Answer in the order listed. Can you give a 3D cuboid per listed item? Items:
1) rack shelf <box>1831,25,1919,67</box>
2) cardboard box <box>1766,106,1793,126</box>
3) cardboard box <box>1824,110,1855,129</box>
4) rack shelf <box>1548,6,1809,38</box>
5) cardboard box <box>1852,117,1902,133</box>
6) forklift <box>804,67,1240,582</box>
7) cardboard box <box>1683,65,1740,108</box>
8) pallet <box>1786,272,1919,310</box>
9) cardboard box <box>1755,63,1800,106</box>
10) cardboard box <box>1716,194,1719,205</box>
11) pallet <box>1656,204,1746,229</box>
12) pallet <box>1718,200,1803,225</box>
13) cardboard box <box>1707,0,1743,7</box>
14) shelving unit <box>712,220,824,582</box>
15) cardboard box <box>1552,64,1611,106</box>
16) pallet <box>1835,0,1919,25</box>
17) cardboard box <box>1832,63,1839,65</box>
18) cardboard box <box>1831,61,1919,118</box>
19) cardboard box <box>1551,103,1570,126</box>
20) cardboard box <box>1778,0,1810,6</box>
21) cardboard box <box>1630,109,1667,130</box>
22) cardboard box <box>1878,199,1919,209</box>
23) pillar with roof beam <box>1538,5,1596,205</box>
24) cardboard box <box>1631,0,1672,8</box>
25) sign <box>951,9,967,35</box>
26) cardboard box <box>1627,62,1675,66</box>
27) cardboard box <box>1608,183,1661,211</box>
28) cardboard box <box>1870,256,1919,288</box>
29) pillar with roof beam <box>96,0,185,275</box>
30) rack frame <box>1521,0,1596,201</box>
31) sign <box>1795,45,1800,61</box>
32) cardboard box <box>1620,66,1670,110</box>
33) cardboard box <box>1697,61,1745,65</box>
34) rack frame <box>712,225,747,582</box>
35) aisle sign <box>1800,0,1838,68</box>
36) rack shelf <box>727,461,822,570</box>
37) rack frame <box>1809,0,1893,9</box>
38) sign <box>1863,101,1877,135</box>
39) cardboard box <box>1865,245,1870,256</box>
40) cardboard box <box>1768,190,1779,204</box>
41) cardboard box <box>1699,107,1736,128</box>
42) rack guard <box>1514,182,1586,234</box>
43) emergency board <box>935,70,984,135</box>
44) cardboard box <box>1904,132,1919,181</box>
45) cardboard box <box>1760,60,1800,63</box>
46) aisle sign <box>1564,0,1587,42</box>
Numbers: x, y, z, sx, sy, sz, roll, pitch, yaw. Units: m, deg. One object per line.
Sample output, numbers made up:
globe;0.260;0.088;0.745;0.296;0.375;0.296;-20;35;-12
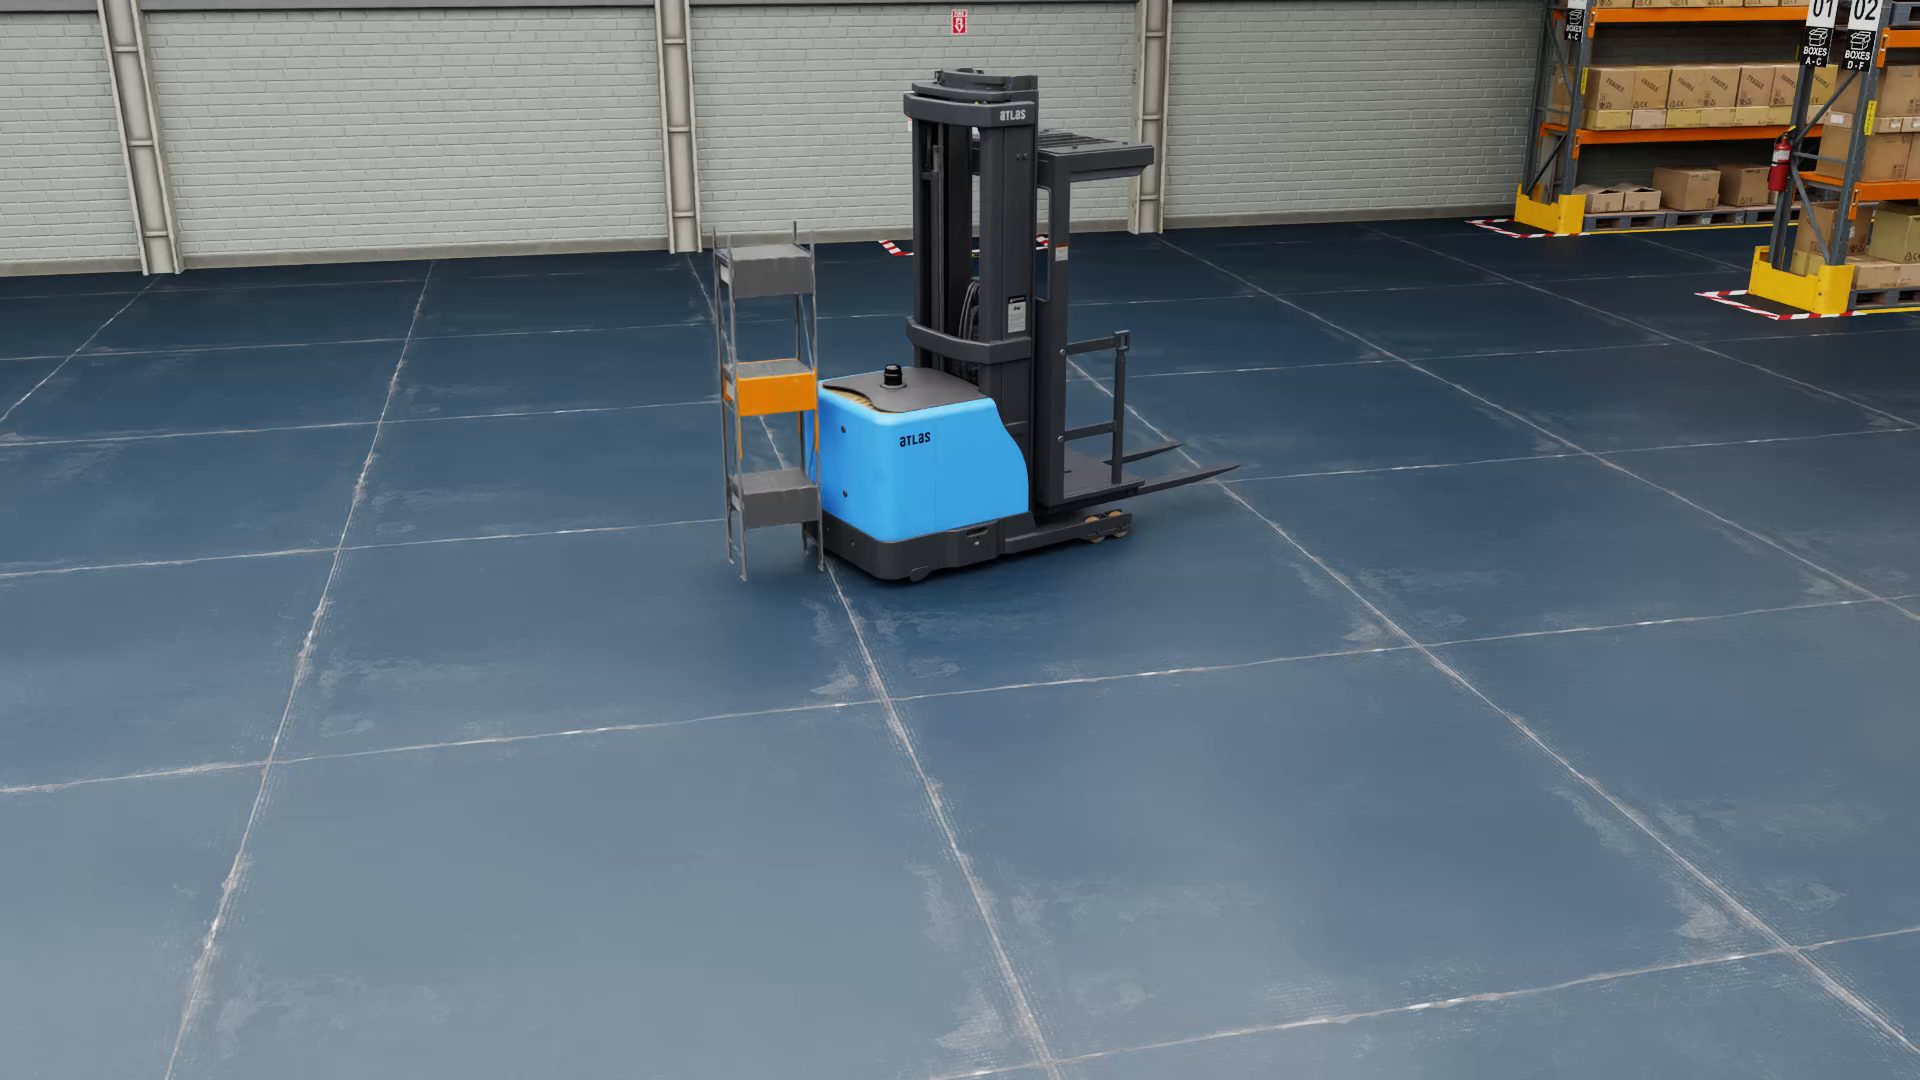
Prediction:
rack shelf;10.882;-5.174;17.262;4.000;0.370;1.077;-5;21;-12
cardboard box;10.806;-5.683;22.155;0.500;0.250;0.500;-5;21;-12
cardboard box;9.263;-4.390;17.350;0.250;0.149;0.380;-5;21;-13
rack shelf;9.738;-6.832;21.788;4.000;0.370;1.077;-5;21;-12
cardboard box;9.367;-4.255;16.982;0.250;0.149;0.380;-5;21;-13
forklift;0.518;-1.496;10.637;3.031;2.935;1.130;-13;24;-32
cardboard box;9.813;-5.950;21.796;0.500;0.500;0.500;-4;20;-11
pallet;9.670;-2.710;17.906;1.213;0.211;1.003;-5;21;-12
cardboard box;10.811;-6.028;22.008;0.500;0.500;0.500;-5;21;-13
cardboard box;10.123;-4.667;22.700;0.250;0.149;0.380;-6;21;-17
pallet;9.849;-4.447;22.648;1.213;0.211;1.003;-5;21;-12
pallet;11.039;-4.545;22.915;1.213;0.211;1.003;-5;21;-12
cardboard box;9.726;-7.133;21.390;0.500;0.500;0.500;-3;20;-9
shelving unit;-1.149;-0.827;10.013;0.503;2.100;0.431;-7;21;-20
cardboard box;8.202;-6.002;21.938;0.500;0.500;0.500;-5;21;-13
pallet;9.629;-5.359;16.851;1.213;0.211;1.003;-5;21;-12
cardboard box;12.188;-6.202;22.598;0.500;0.500;0.700;-5;21;-12
cardboard box;9.444;-4.638;17.083;0.500;0.500;0.700;-5;21;-12
cardboard box;8.202;-5.643;22.049;0.500;0.250;0.500;-4;21;-12
cardboard box;10.755;-7.226;21.643;0.500;0.500;0.500;-6;21;-17
cardboard box;8.842;-5.520;21.711;0.500;0.250;0.500;-5;21;-14
cardboard box;10.358;-3.429;18.111;0.500;0.500;0.500;-5;21;-12
pillar with roof beam;9.265;-7.323;17.724;0.400;9.000;9.100;-5;21;-12
cardboard box;8.706;-7.041;21.139;0.500;0.500;0.500;-3;20;-9
sign;-0.009;-6.411;20.585;0.199;0.298;0.001;-5;21;-12
cardboard box;9.196;-6.081;22.153;0.500;0.500;0.500;-5;21;-14
cardboard box;9.041;-4.616;22.325;0.500;0.311;0.500;-3;20;-8
cardboard box;9.994;-2.860;17.647;0.500;0.250;0.500;-5;21;-12
pillar with roof beam;-8.252;-5.899;13.835;0.400;9.000;9.100;-5;21;-12
rack frame;7.792;-5.603;21.748;0.127;3.000;1.000;-5;21;-12
sign;11.553;-6.648;22.920;0.005;0.325;0.100;-5;21;-12
cardboard box;8.809;-5.867;21.568;0.500;0.500;0.500;-5;21;-12
cardboard box;10.188;-6.166;22.384;0.500;0.500;0.500;-4;21;-11
rack frame;-1.377;-0.797;9.930;0.015;2.100;0.400;-7;21;-20
aisle sign;8.804;-5.259;17.029;0.004;0.787;0.394;-5;21;-12
rack shelf;-1.149;-0.155;10.254;0.480;0.518;0.431;-7;21;-20
rack frame;8.935;-6.762;16.191;0.127;3.000;1.000;-5;21;-12
sign;9.057;-4.202;16.551;0.005;0.325;0.100;-5;21;-12
cardboard box;9.873;-3.036;18.128;0.500;0.250;0.500;-5;21;-12
cardboard box;11.171;-4.743;22.881;0.250;0.166;0.380;-7;21;-20
cardboard box;9.831;-5.597;21.923;0.500;0.250;0.500;-4;21;-12
rack guard;7.866;-4.435;22.195;0.348;0.500;1.175;-5;21;-12
emergency board;0.021;-5.290;20.894;0.643;1.169;0.194;-5;21;-12
cardboard box;9.903;-4.068;17.412;0.500;0.500;0.700;-4;21;-11
cardboard box;11.179;-6.243;22.595;0.500;0.500;0.500;-5;21;-14
aisle sign;7.791;-6.717;21.011;0.004;0.787;0.394;-5;21;-12
